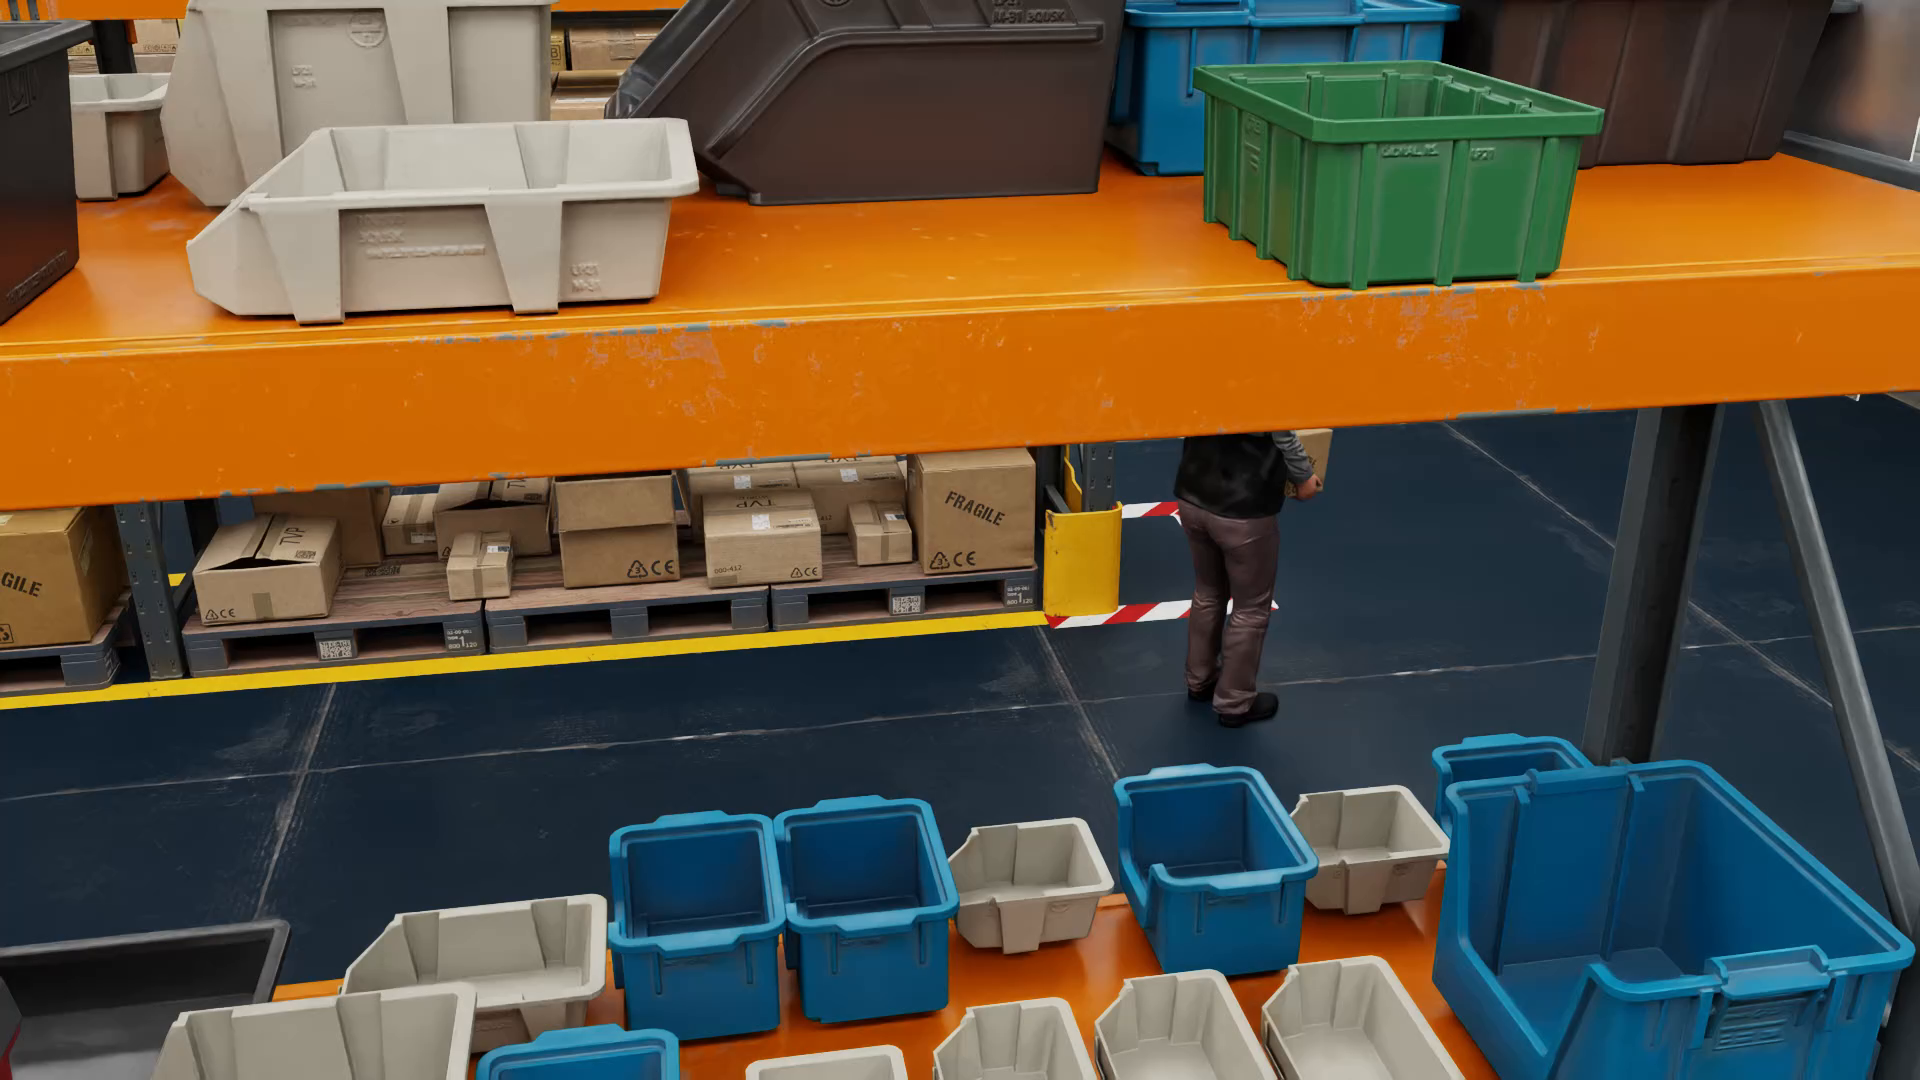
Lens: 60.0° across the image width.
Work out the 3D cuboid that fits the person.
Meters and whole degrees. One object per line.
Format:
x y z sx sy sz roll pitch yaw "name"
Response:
1.099 -0.138 6.464 0.551 1.711 0.494 -17 28 -34 "person"
